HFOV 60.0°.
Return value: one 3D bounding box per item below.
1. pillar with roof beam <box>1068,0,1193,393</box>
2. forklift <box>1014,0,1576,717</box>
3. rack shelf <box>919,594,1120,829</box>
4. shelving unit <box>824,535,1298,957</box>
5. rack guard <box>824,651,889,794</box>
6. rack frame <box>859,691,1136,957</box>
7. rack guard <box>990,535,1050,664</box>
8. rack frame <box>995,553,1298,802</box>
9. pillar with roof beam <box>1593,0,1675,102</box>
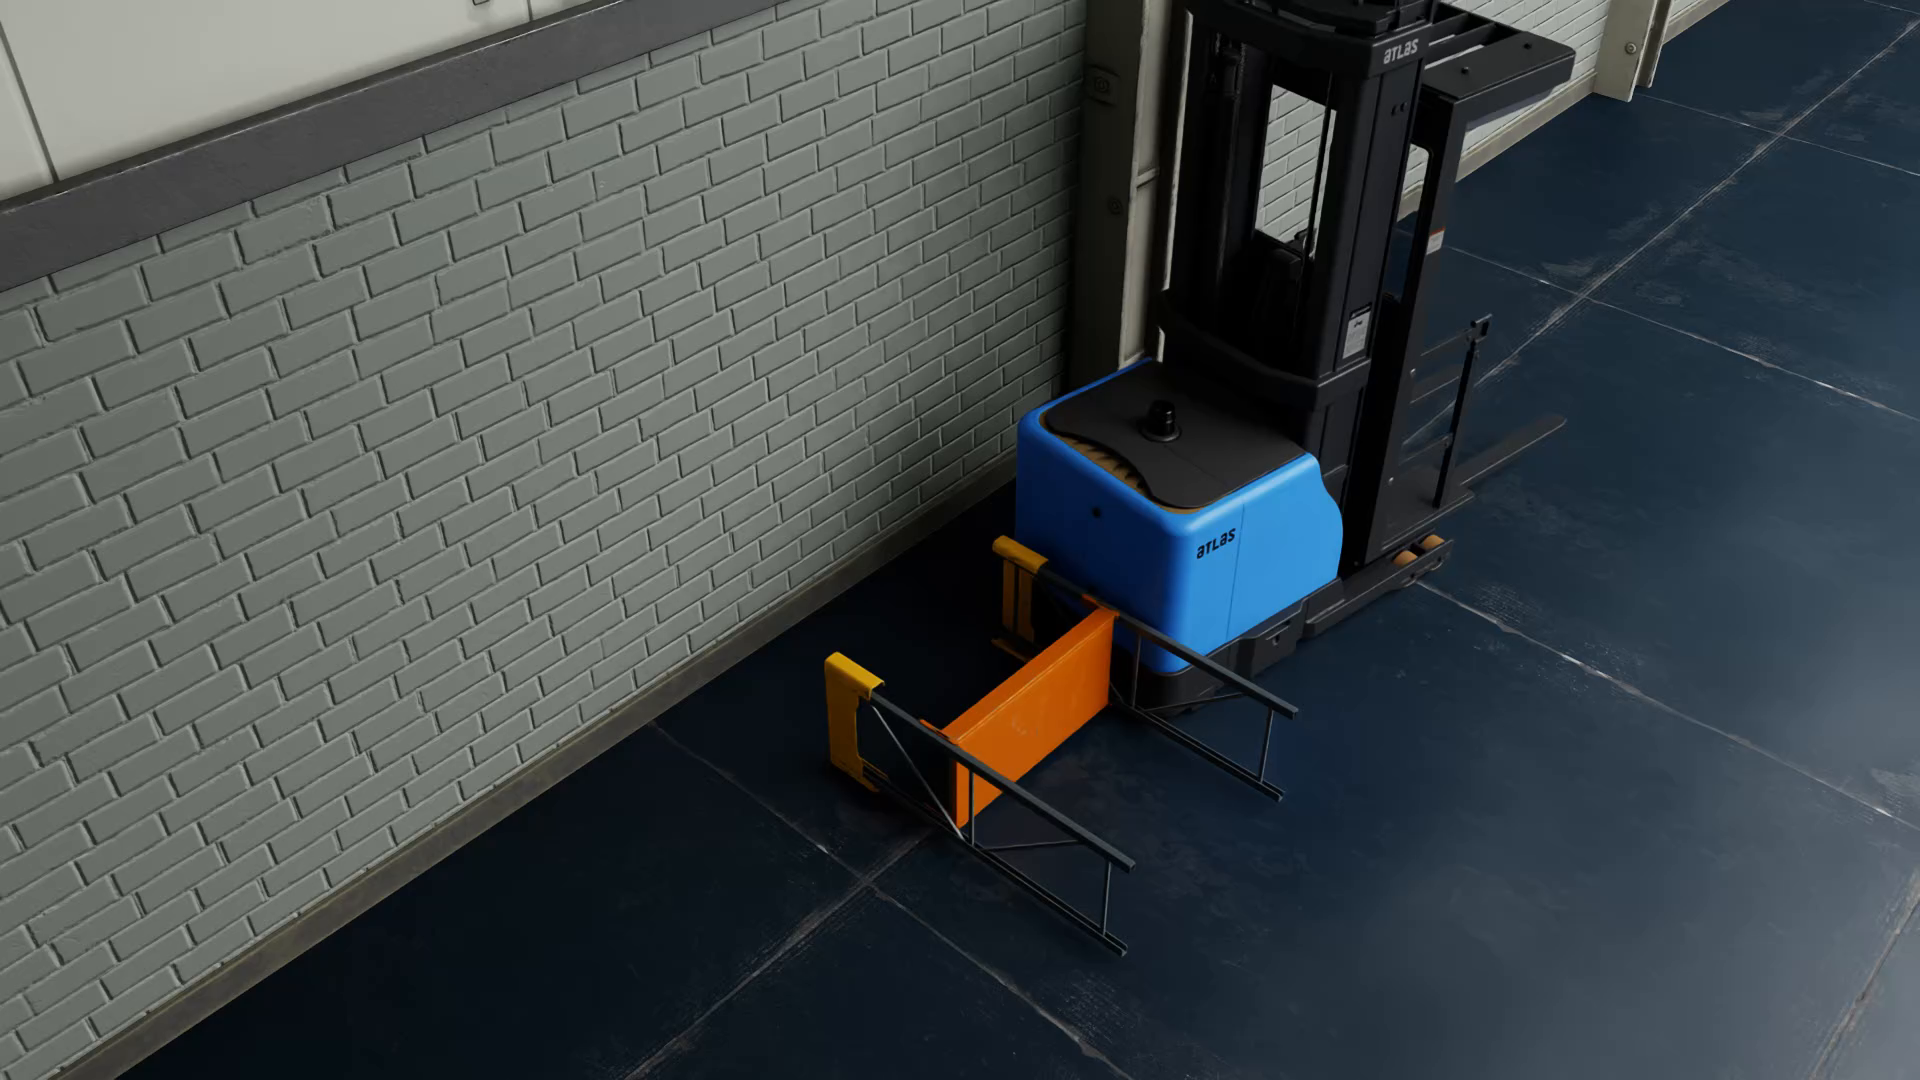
[{"bbox_3d":[3.974,-2.276,3.666,9.100,9.000,0.400,30,47,32],"label":"pillar with roof beam"},{"bbox_3d":[1.694,-1.162,7.140,3.031,2.935,1.130,-26,45,-29],"label":"forklift"},{"bbox_3d":[0.248,0.691,6.672,0.185,0.538,1.000,29,47,32],"label":"rack shelf"},{"bbox_3d":[0.387,0.762,6.583,1.500,0.587,1.083,29,47,32],"label":"shelving unit"},{"bbox_3d":[-0.411,0.731,6.622,0.250,0.587,0.087,29,47,32],"label":"rack guard"},{"bbox_3d":[0.040,1.001,6.283,1.500,0.500,0.032,29,47,32],"label":"rack frame"},{"bbox_3d":[0.257,0.271,7.200,0.250,0.587,0.087,29,47,32],"label":"rack guard"},{"bbox_3d":[0.722,0.531,6.873,1.500,0.500,0.032,29,47,32],"label":"rack frame"},{"bbox_3d":[8.022,-5.033,7.133,9.100,9.000,0.400,30,47,32],"label":"pillar with roof beam"}]
